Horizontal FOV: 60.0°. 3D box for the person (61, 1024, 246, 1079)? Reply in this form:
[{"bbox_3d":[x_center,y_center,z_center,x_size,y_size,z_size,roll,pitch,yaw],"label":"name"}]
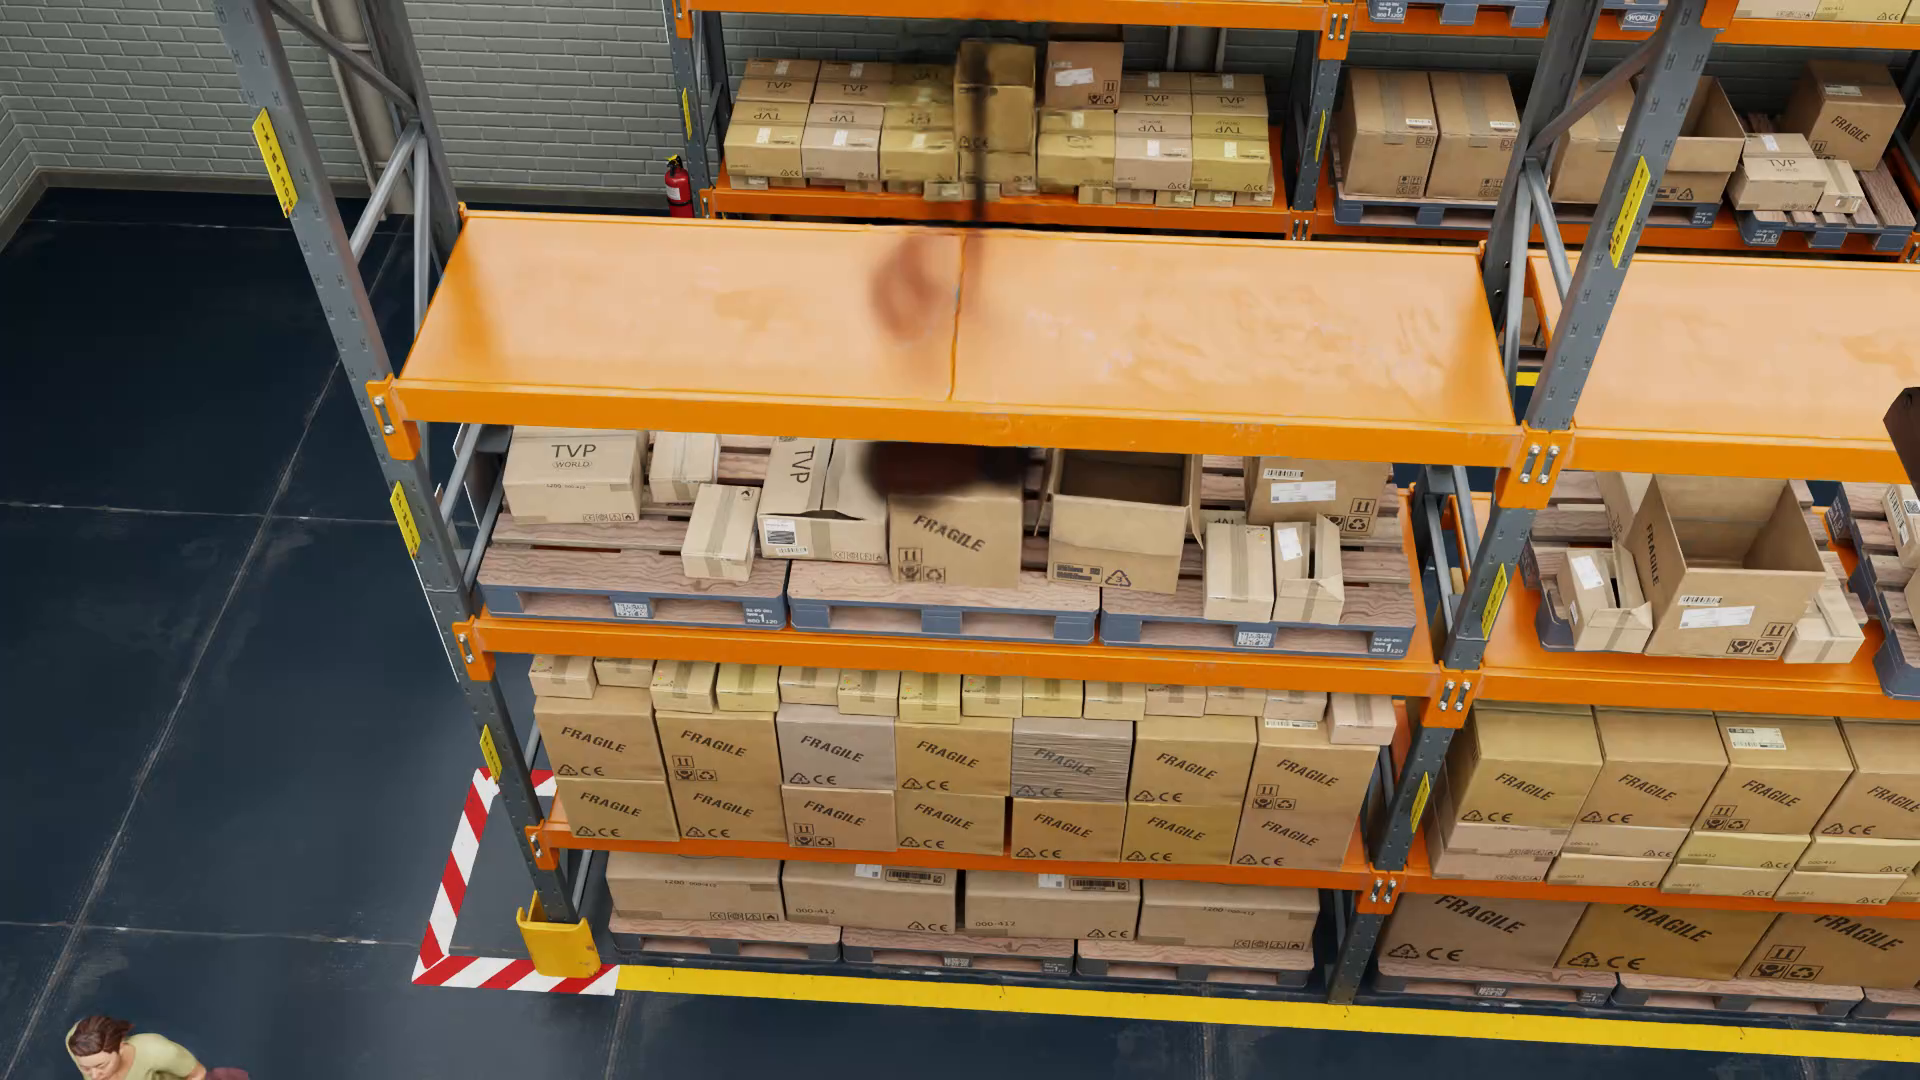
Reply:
[{"bbox_3d":[-3.404,2.416,7.128,0.517,1.705,0.853,-9,49,-8],"label":"person"}]
